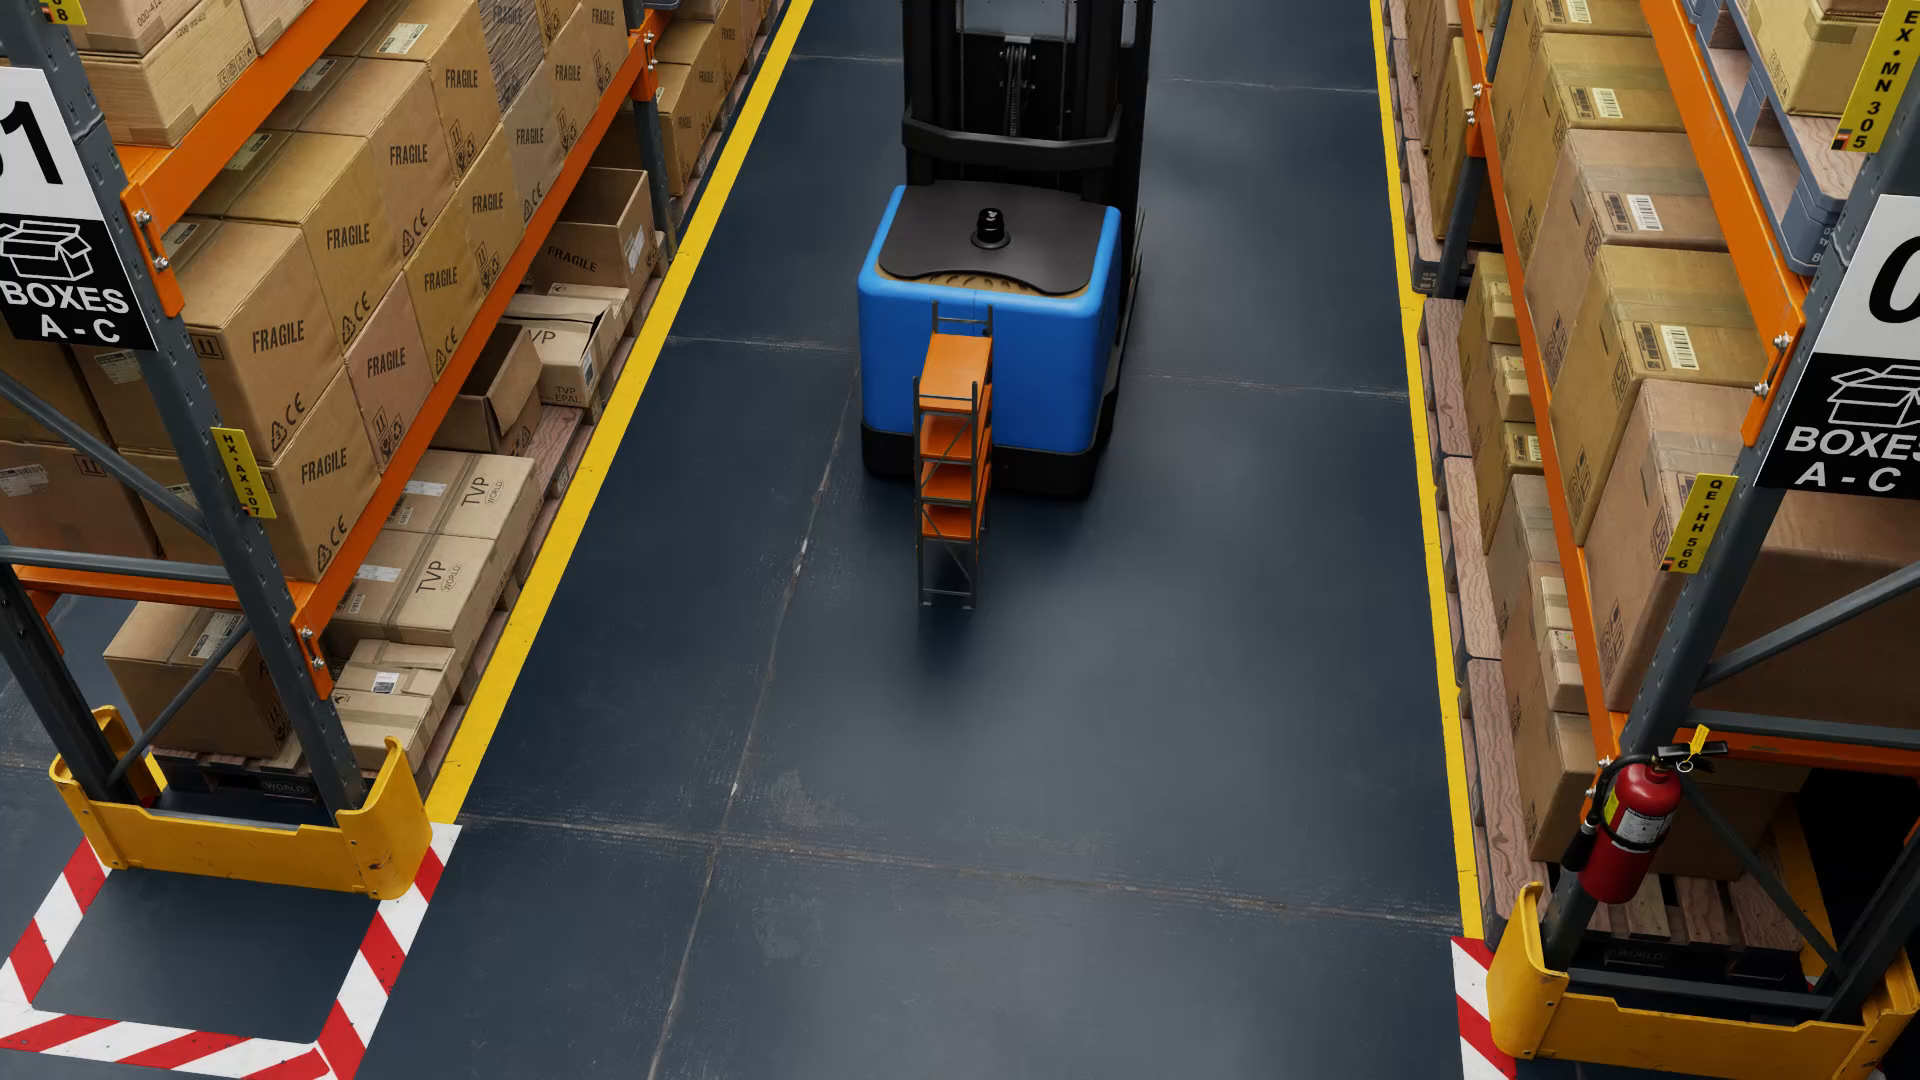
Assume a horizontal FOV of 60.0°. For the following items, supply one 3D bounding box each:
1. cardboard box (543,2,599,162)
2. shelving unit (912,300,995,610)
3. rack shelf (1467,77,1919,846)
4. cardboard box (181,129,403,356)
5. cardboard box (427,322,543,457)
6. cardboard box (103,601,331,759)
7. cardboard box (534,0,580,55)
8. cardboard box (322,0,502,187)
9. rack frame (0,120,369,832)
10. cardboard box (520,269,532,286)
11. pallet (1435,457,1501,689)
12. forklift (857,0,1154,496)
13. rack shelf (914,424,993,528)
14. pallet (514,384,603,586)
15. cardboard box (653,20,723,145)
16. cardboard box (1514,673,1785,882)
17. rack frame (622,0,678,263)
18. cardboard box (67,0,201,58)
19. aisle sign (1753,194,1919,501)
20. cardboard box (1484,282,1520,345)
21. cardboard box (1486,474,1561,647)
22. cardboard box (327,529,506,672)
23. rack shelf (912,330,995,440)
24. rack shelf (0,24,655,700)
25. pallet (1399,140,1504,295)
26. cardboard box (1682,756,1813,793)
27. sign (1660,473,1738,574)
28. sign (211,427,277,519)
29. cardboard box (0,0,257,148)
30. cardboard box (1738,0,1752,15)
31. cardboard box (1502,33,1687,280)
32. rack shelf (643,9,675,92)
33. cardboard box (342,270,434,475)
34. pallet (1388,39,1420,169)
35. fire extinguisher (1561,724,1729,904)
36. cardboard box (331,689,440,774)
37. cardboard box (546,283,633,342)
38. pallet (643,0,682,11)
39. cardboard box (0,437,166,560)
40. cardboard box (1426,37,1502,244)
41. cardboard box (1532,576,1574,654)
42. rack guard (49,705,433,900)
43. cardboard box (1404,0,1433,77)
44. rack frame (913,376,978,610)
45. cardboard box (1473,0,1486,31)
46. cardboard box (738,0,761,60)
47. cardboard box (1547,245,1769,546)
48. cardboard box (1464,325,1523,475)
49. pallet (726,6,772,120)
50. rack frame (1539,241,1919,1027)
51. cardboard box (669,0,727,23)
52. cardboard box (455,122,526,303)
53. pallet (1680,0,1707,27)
[{"bbox_3d":[-1.895,-1.967,7.095,0.500,0.500,0.500,6,44,7],"label":"cardboard box"},{"bbox_3d":[-0.022,-0.323,6.741,0.258,1.200,0.503,5,44,6],"label":"shelving unit"},{"bbox_3d":[2.630,-0.574,6.220,1.077,0.370,4.000,5,44,6],"label":"rack shelf"},{"bbox_3d":[-2.163,-0.955,5.299,0.500,0.500,0.500,6,44,6],"label":"cardboard box"},{"bbox_3d":[-2.260,-0.619,7.239,0.797,0.503,0.637,5,44,6],"label":"cardboard box"},{"bbox_3d":[-2.717,0.435,6.129,0.500,0.500,0.500,5,44,6],"label":"cardboard box"},{"bbox_3d":[-1.892,-2.328,6.749,0.500,0.500,0.500,4,44,5],"label":"cardboard box"},{"bbox_3d":[-2.026,-1.642,6.024,0.500,0.500,0.500,5,44,5],"label":"cardboard box"},{"bbox_3d":[-2.545,0.080,5.006,1.000,3.000,0.127,5,44,6],"label":"rack frame"},{"bbox_3d":[-2.286,-1.563,8.377,0.500,0.311,0.500,5,44,6],"label":"cardboard box"},{"bbox_3d":[2.558,0.159,6.951,1.003,0.211,1.213,5,44,6],"label":"pallet"},{"bbox_3d":[0.336,-2.284,7.552,1.130,2.935,3.031,7,44,8],"label":"forklift"},{"bbox_3d":[-0.022,-0.274,6.787,0.258,0.148,0.480,5,44,6],"label":"rack shelf"},{"bbox_3d":[-2.267,-0.332,7.469,1.003,0.211,1.213,5,44,6],"label":"pallet"},{"bbox_3d":[-1.651,-2.570,9.303,0.500,0.500,0.500,6,44,6],"label":"cardboard box"},{"bbox_3d":[2.359,0.797,5.762,0.700,0.500,0.500,5,44,6],"label":"cardboard box"},{"bbox_3d":[-2.016,-2.646,7.885,1.000,3.000,0.127,5,44,6],"label":"rack frame"},{"bbox_3d":[-2.219,-1.463,4.199,0.500,0.250,0.500,5,44,6],"label":"cardboard box"},{"bbox_3d":[2.059,-0.395,3.616,0.394,0.787,0.004,5,44,6],"label":"aisle sign"},{"bbox_3d":[2.468,-0.962,7.147,0.380,0.149,0.250,7,44,7],"label":"cardboard box"},{"bbox_3d":[2.491,0.113,6.484,0.700,0.500,0.500,4,44,4],"label":"cardboard box"},{"bbox_3d":[-2.126,0.233,6.524,0.500,0.250,0.500,5,44,6],"label":"cardboard box"},{"bbox_3d":[-0.022,-0.608,6.470,0.258,0.148,0.480,5,44,6],"label":"rack shelf"},{"bbox_3d":[-2.281,-1.022,6.693,1.077,0.370,4.000,5,44,6],"label":"rack shelf"},{"bbox_3d":[2.922,-1.719,8.934,1.003,0.211,1.213,5,44,6],"label":"pallet"},{"bbox_3d":[2.541,0.665,5.430,0.380,0.149,0.250,6,44,6],"label":"cardboard box"},{"bbox_3d":[1.830,-0.038,4.116,0.100,0.325,0.005,5,44,6],"label":"sign"},{"bbox_3d":[-2.007,-0.185,4.656,0.100,0.325,0.005,5,44,6],"label":"sign"},{"bbox_3d":[-2.225,-1.282,4.372,0.500,0.250,0.500,5,44,6],"label":"cardboard box"},{"bbox_3d":[2.267,-1.574,4.302,0.500,0.250,0.500,4,44,4],"label":"cardboard box"},{"bbox_3d":[2.705,-1.442,6.395,0.980,0.700,0.700,4,44,4],"label":"cardboard box"},{"bbox_3d":[-1.752,-3.748,9.572,1.077,0.370,4.000,5,44,6],"label":"rack shelf"},{"bbox_3d":[-2.162,-0.587,5.638,0.500,0.500,0.500,5,44,5],"label":"cardboard box"},{"bbox_3d":[3.081,-2.552,9.814,1.003,0.211,1.213,5,44,6],"label":"pallet"},{"bbox_3d":[1.888,0.752,4.624,0.296,0.674,0.183,5,44,6],"label":"fire extinguisher"},{"bbox_3d":[-2.149,0.701,6.103,0.380,0.149,0.250,5,44,6],"label":"cardboard box"},{"bbox_3d":[-1.800,-1.096,8.001,0.380,0.149,0.250,5,44,6],"label":"cardboard box"},{"bbox_3d":[-1.802,-3.111,8.516,1.003,0.211,1.213,5,44,6],"label":"pallet"},{"bbox_3d":[-2.756,-0.286,5.320,0.500,0.500,0.500,6,44,7],"label":"cardboard box"},{"bbox_3d":[2.852,-2.025,8.487,0.750,0.750,0.750,6,44,6],"label":"cardboard box"},{"bbox_3d":[2.228,0.283,5.833,0.380,0.149,0.250,6,44,7],"label":"cardboard box"},{"bbox_3d":[-2.535,0.936,5.920,1.175,0.500,0.348,5,44,6],"label":"rack guard"},{"bbox_3d":[3.074,-3.211,9.739,0.750,0.750,0.750,5,44,5],"label":"cardboard box"},{"bbox_3d":[-0.054,-0.157,6.565,0.240,1.200,0.015,5,44,6],"label":"rack frame"},{"bbox_3d":[2.668,-2.545,7.946,0.380,0.149,0.250,6,44,6],"label":"cardboard box"},{"bbox_3d":[-1.510,-3.255,10.026,0.500,0.500,0.500,4,44,4],"label":"cardboard box"},{"bbox_3d":[2.508,-0.427,5.323,0.980,0.700,0.700,5,44,5],"label":"cardboard box"},{"bbox_3d":[2.624,-0.601,7.238,0.700,0.500,0.500,5,44,5],"label":"cardboard box"},{"bbox_3d":[-1.787,-3.025,10.314,1.003,0.211,1.213,5,44,6],"label":"pallet"},{"bbox_3d":[2.366,0.528,4.533,1.000,3.000,0.127,5,44,6],"label":"rack frame"},{"bbox_3d":[-1.579,-3.160,9.380,0.500,0.250,0.500,5,44,6],"label":"cardboard box"},{"bbox_3d":[-2.025,-1.269,6.358,0.500,0.500,0.500,6,44,6],"label":"cardboard box"},{"bbox_3d":[2.612,-1.870,4.948,1.003,0.211,1.213,5,44,6],"label":"pallet"}]
